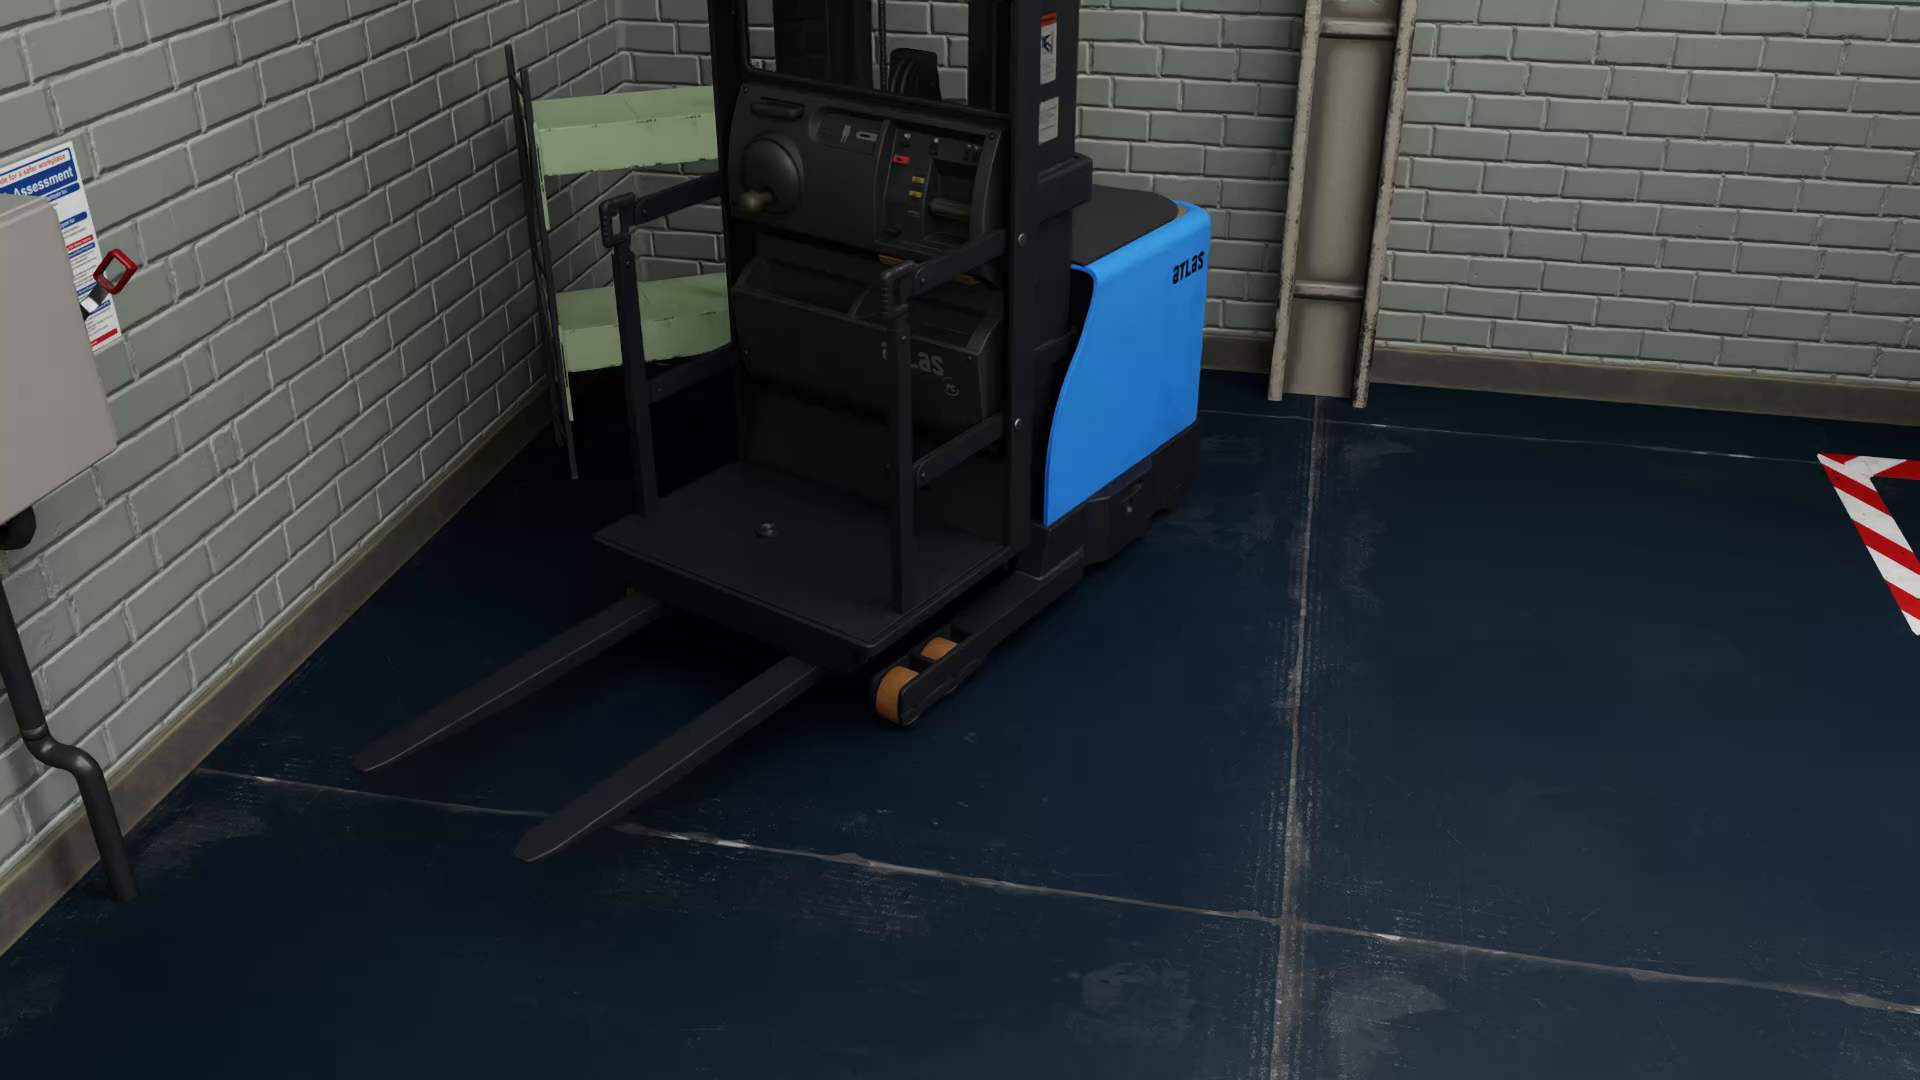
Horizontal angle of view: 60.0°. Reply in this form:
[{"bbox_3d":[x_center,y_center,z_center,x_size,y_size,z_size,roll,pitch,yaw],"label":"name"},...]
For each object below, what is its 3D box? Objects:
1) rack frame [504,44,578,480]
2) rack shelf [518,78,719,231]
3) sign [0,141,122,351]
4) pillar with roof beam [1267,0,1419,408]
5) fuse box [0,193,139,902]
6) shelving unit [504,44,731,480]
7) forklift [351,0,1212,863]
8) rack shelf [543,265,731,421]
[{"bbox_3d":[-1.497,-0.970,5.960,0.023,1.500,0.400,-10,30,-18],"label":"rack frame"},{"bbox_3d":[-1.155,-1.376,5.888,0.720,0.370,0.431,-10,30,-18],"label":"rack shelf"},{"bbox_3d":[-2.141,-0.654,3.920,0.001,0.494,0.329,6,29,11],"label":"sign"},{"bbox_3d":[0.582,-2.551,1.039,0.400,9.000,9.100,6,29,11],"label":"pillar with roof beam"},{"bbox_3d":[-2.042,0.122,3.745,0.414,1.711,0.539,6,29,11],"label":"fuse box"},{"bbox_3d":[-1.155,-1.033,6.076,0.755,1.500,0.431,-10,30,-18],"label":"shelving unit"},{"bbox_3d":[-0.408,-1.018,4.557,1.130,2.935,3.031,19,34,31],"label":"forklift"},{"bbox_3d":[-1.155,-0.747,6.232,0.720,0.370,0.431,-10,30,-18],"label":"rack shelf"}]
